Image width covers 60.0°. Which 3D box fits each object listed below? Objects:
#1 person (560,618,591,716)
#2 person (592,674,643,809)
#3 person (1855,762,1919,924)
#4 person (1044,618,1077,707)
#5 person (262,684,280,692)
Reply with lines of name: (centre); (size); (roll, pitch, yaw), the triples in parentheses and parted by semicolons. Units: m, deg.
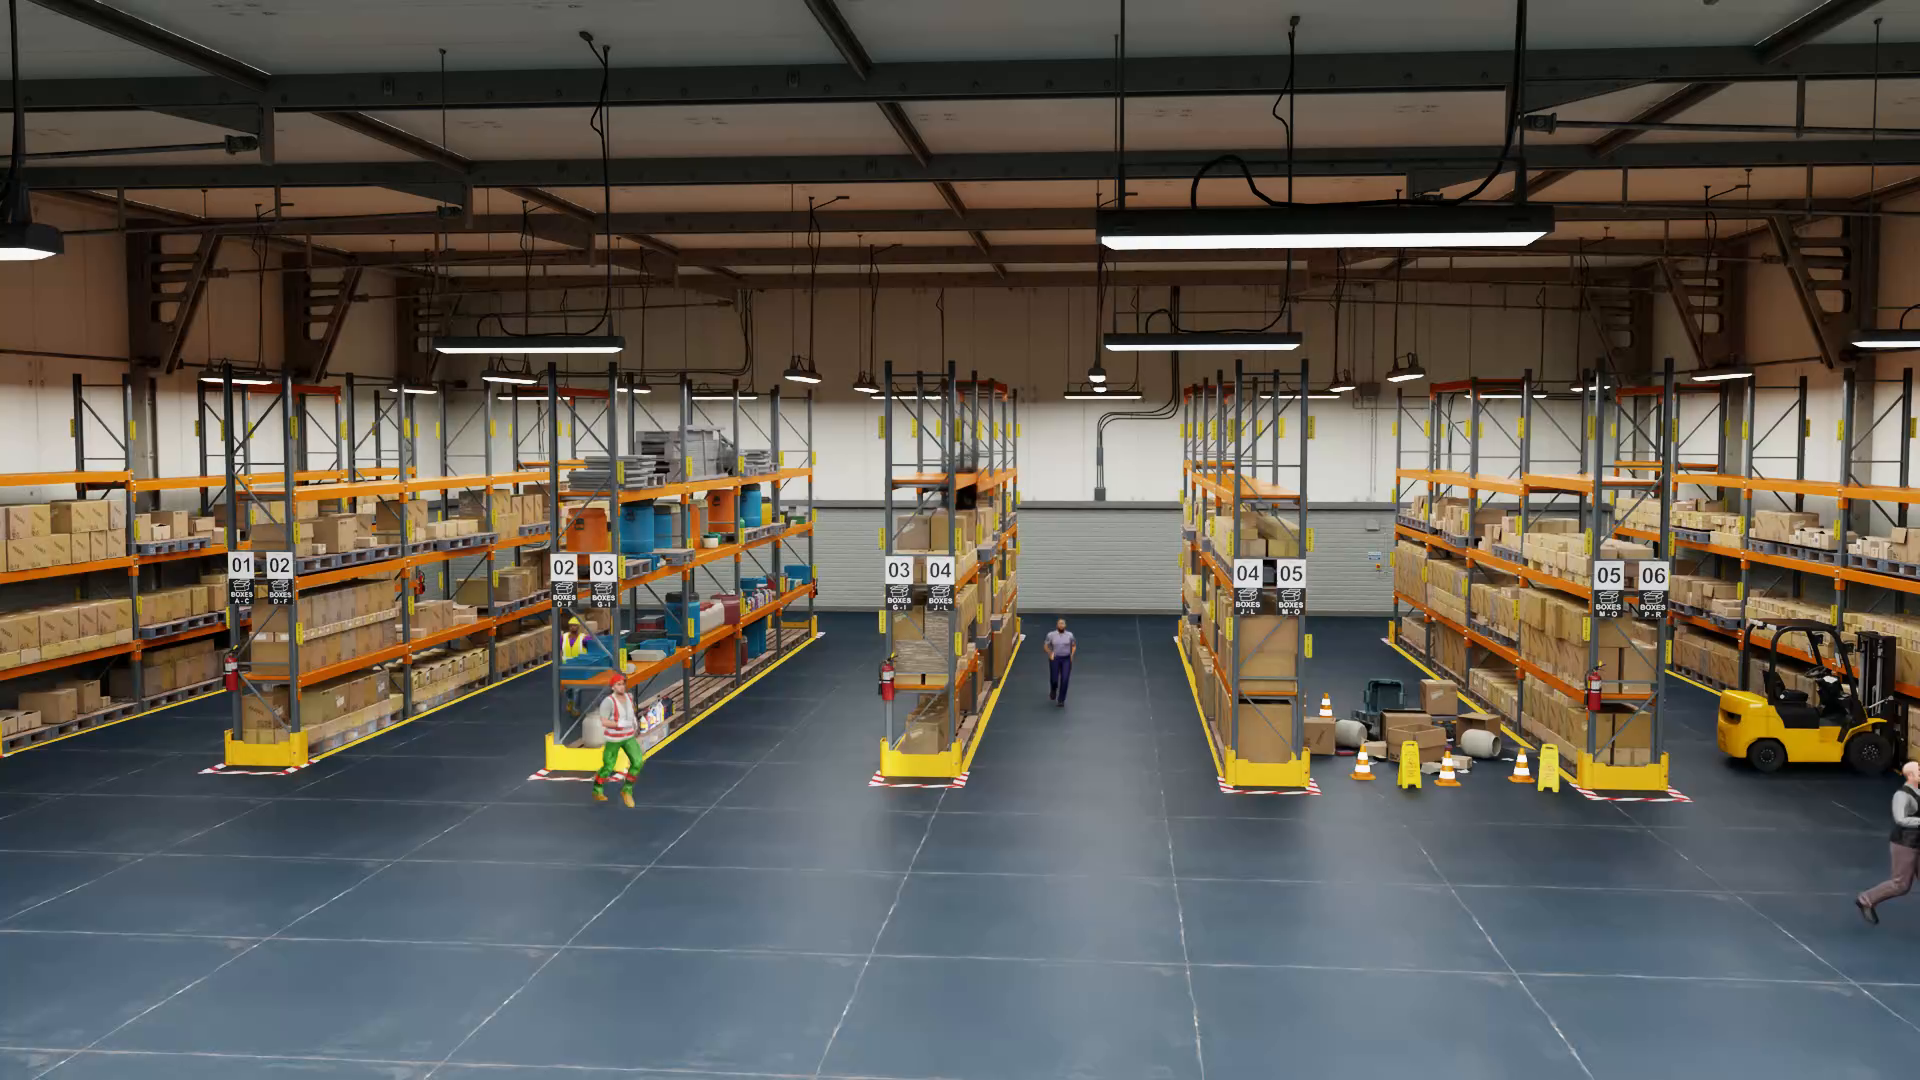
person: (-6.765, 2.224, 29.106); (0.695, 1.720, 0.594); (0, 4, 0)
person: (-4.512, 2.656, 22.068); (0.673, 1.796, 0.896); (-4, 5, -44)
person: (9.376, 3.038, 16.416); (0.689, 1.710, 0.939); (-3, 5, -37)
person: (1.832, 2.216, 30.258); (0.595, 1.603, 0.542); (0, 4, -2)
person: (-11.742, 2.270, 28.356); (0.674, 1.721, 0.558); (0, 4, 7)
